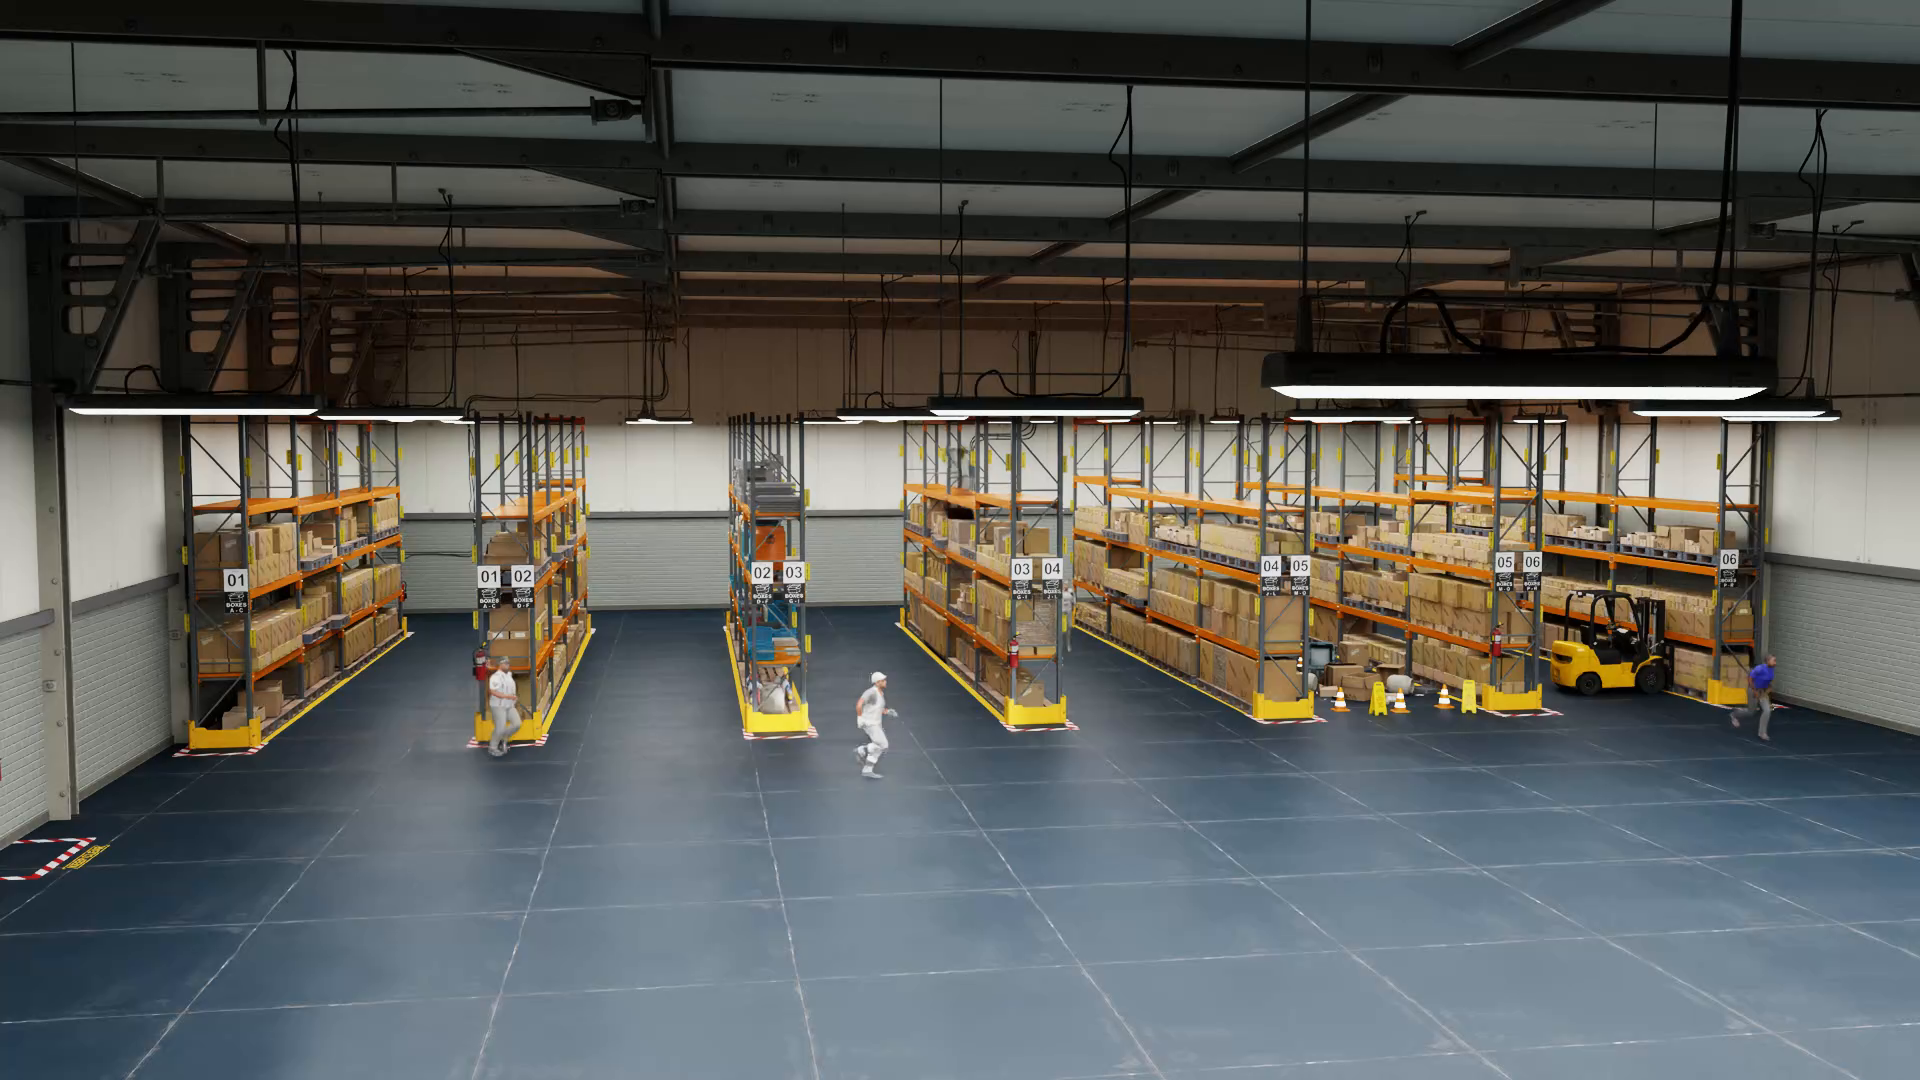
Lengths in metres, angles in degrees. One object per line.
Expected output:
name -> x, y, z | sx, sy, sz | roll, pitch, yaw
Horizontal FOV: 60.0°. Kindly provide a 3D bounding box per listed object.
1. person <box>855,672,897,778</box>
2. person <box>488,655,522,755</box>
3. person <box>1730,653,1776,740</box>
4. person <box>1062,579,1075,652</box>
person -> -1.382, 3.022, 27.149 | 0.678, 1.728, 0.708 | 1, 4, 15
person -> -7.907, 2.885, 28.993 | 0.669, 1.776, 0.696 | 2, 4, 24
person -> 14.705, 2.864, 30.796 | 0.587, 1.609, 0.909 | -2, 4, -29
person -> 2.600, 1.831, 41.167 | 0.638, 1.791, 0.790 | -1, 4, -19
